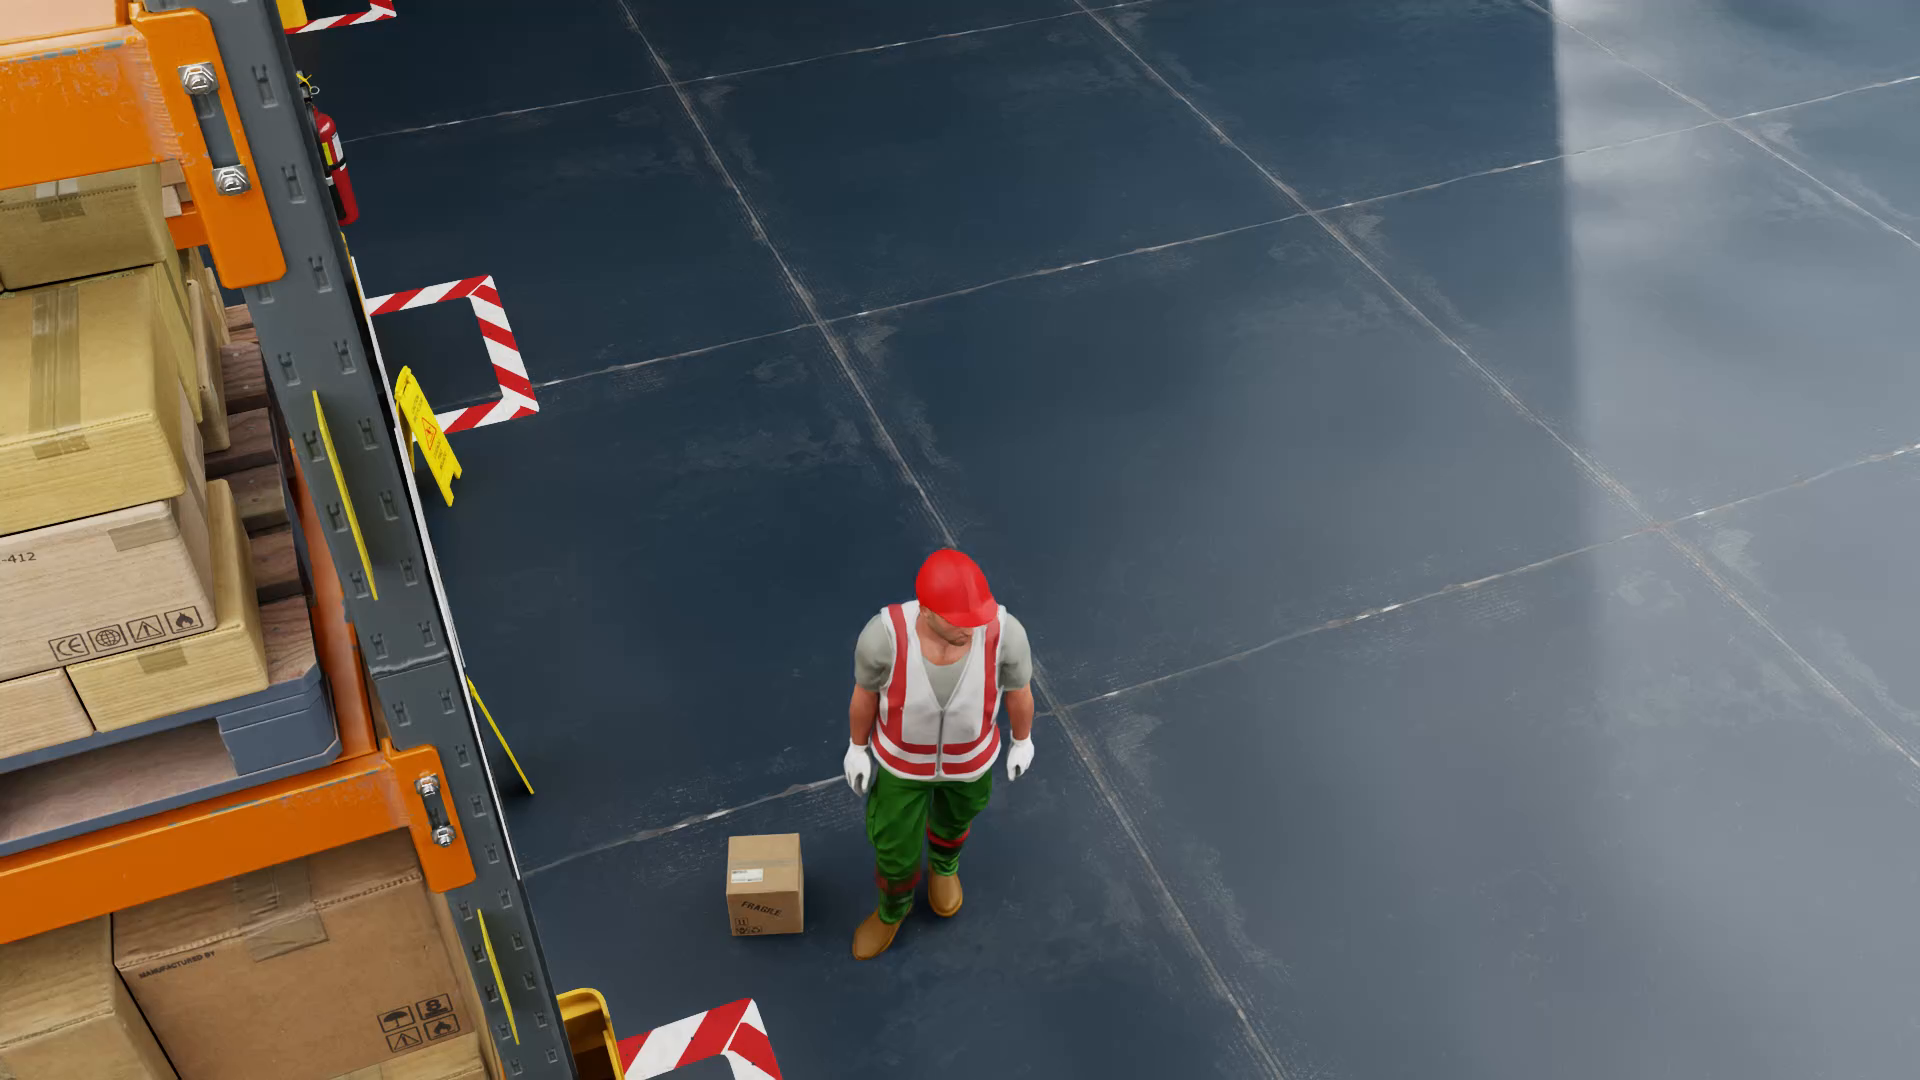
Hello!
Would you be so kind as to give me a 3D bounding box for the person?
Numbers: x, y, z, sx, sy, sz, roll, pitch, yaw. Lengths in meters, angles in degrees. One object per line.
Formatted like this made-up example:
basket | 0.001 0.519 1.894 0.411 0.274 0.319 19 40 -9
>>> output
person | -0.074 0.673 5.383 0.636 1.807 0.500 -4 42 -4
